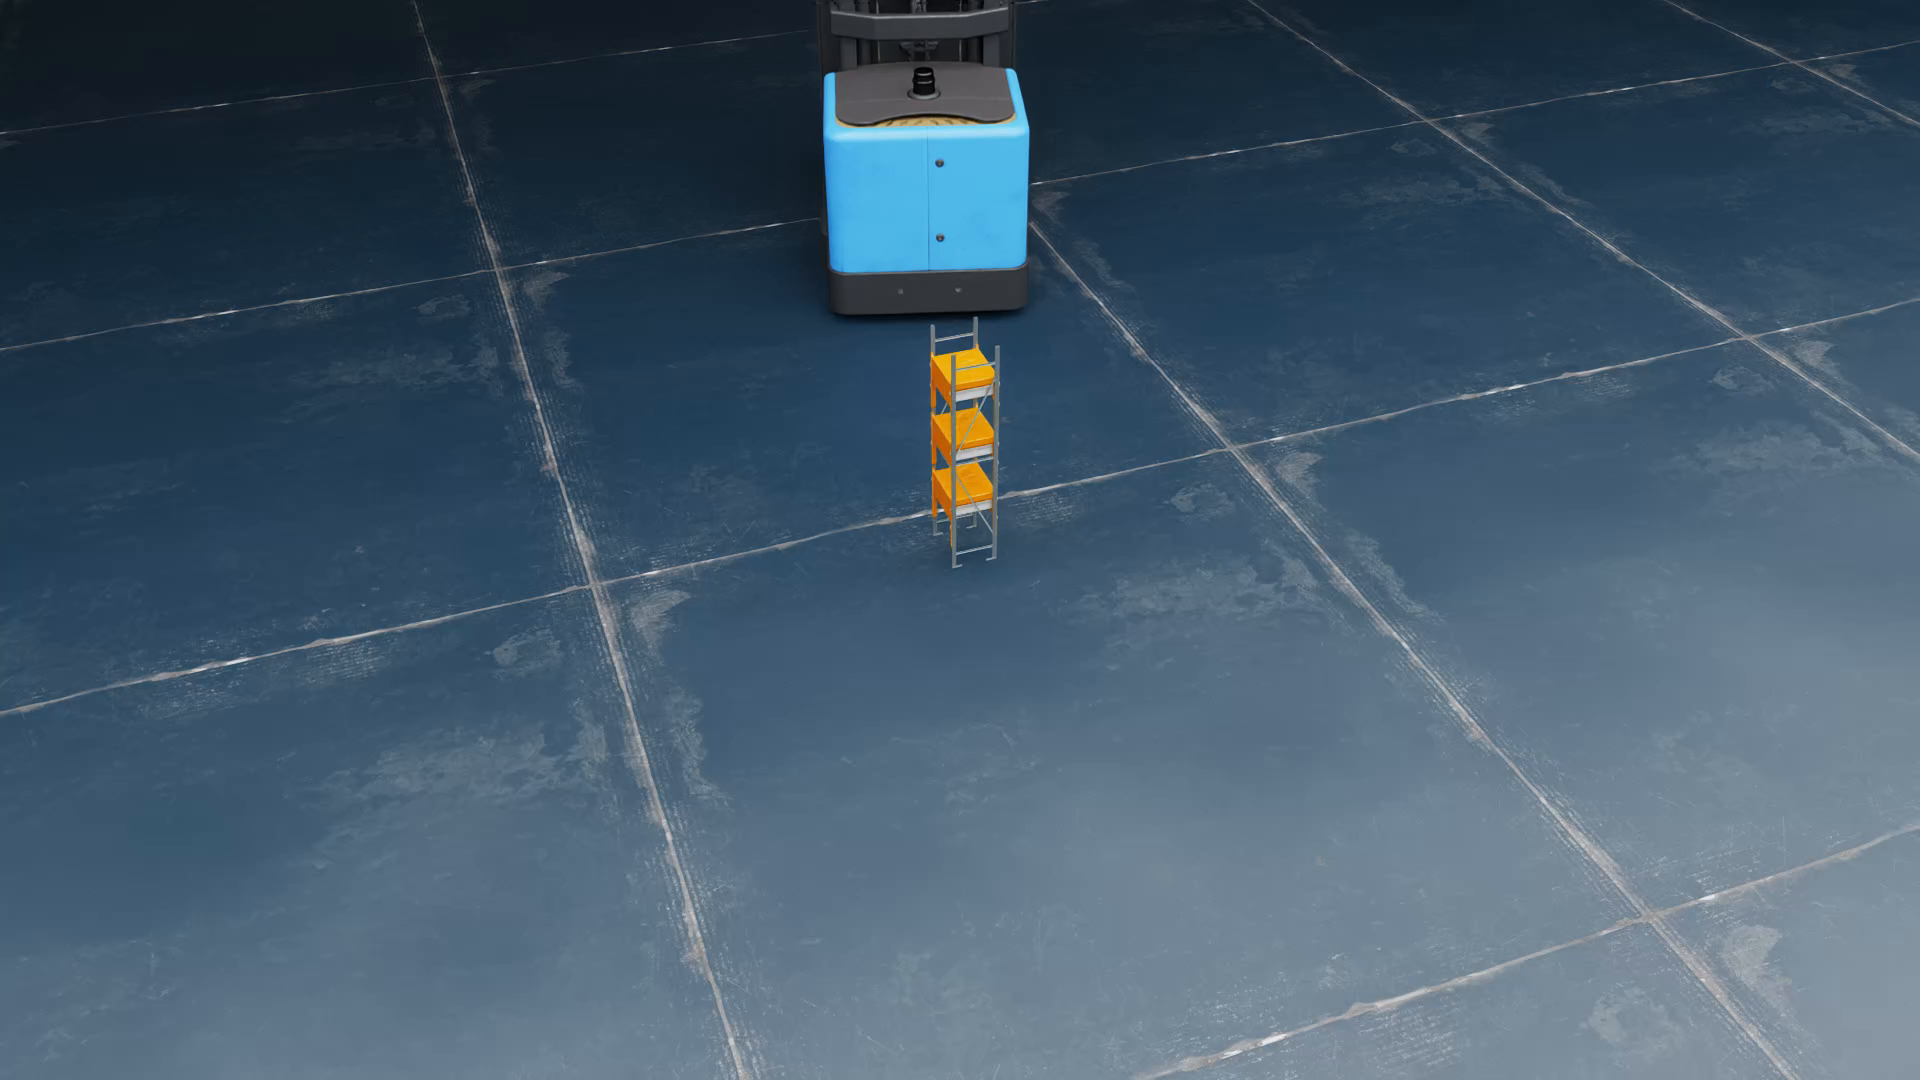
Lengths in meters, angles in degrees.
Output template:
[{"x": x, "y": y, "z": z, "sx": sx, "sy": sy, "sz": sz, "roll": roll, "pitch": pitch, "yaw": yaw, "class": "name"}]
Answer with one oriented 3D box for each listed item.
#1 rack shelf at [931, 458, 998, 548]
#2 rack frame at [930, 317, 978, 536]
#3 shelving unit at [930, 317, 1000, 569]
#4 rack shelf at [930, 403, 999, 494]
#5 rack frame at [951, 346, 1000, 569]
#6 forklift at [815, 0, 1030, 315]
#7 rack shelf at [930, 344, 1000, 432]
[{"x": 0.018, "y": -0.159, "z": 7.068, "sx": 0.215, "sy": 0.259, "sz": 0.240, "roll": -12, "pitch": 39, "yaw": -16, "class": "rack shelf"}, {"x": -0.024, "y": -0.458, "z": 6.985, "sx": 0.200, "sy": 1.050, "sz": 0.008, "roll": -12, "pitch": 39, "yaw": -16, "class": "rack frame"}, {"x": 0.018, "y": -0.389, "z": 6.894, "sx": 0.215, "sy": 1.050, "sz": 0.252, "roll": -12, "pitch": 39, "yaw": -16, "class": "shelving unit"}, {"x": 0.018, "y": -0.381, "z": 6.900, "sx": 0.215, "sy": 0.259, "sz": 0.240, "roll": -12, "pitch": 39, "yaw": -16, "class": "rack shelf"}, {"x": 0.060, "y": -0.320, "z": 6.803, "sx": 0.200, "sy": 1.050, "sz": 0.008, "roll": -12, "pitch": 39, "yaw": -16, "class": "rack frame"}, {"x": -0.253, "y": -3.214, "z": 9.081, "sx": 1.130, "sy": 2.935, "sz": 3.031, "roll": -2, "pitch": 37, "yaw": -3, "class": "forklift"}, {"x": 0.018, "y": -0.607, "z": 6.730, "sx": 0.215, "sy": 0.259, "sz": 0.240, "roll": -12, "pitch": 39, "yaw": -16, "class": "rack shelf"}]
